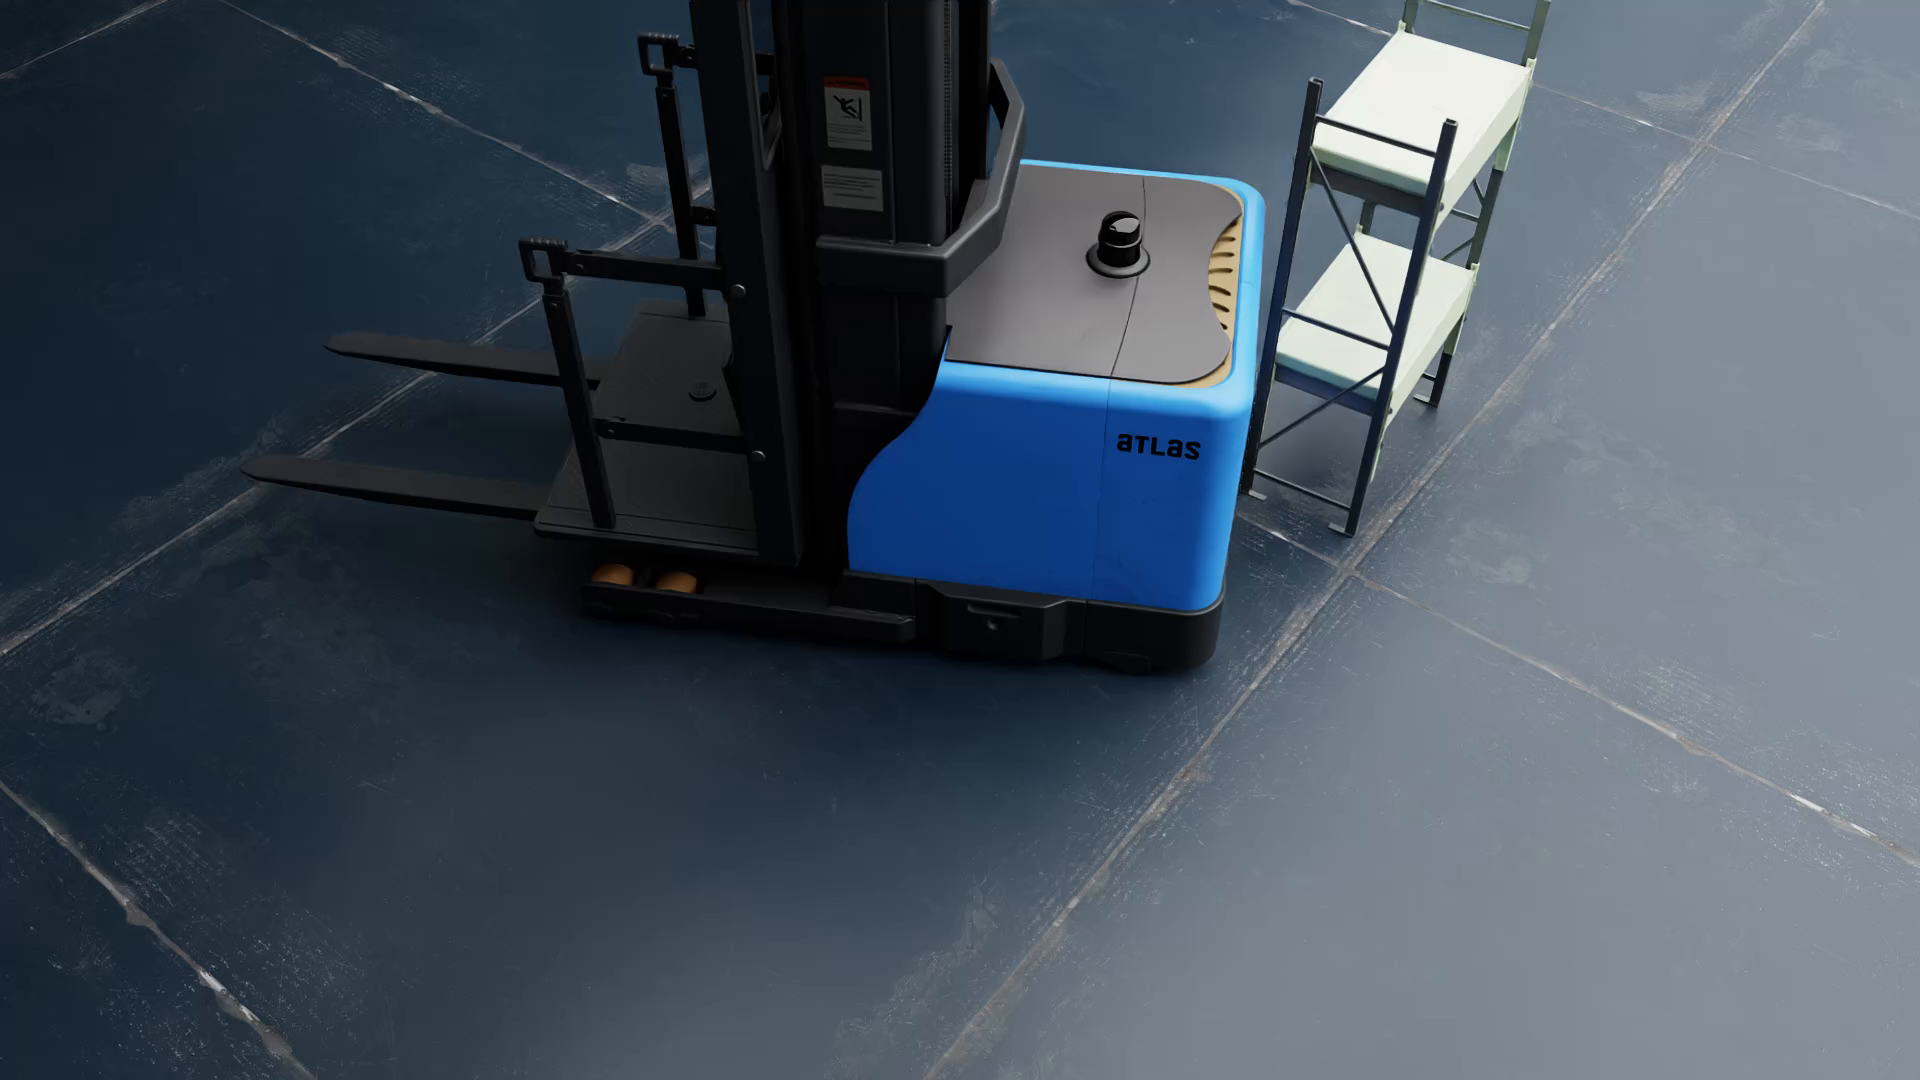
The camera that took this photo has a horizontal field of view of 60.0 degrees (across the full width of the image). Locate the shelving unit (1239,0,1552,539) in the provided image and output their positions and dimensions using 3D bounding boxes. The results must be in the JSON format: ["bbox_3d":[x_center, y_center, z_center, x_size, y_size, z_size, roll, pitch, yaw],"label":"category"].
[{"bbox_3d":[1.274,-0.828,5.004,0.431,1.500,0.755,24,51,21],"label":"shelving unit"}]

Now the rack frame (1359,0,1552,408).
[{"bbox_3d":[1.469,-1.053,5.218,0.400,1.500,0.023,24,51,21],"label":"rack frame"}]

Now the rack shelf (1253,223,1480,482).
[{"bbox_3d":[1.274,-0.603,5.240,0.431,0.370,0.720,24,51,21],"label":"rack shelf"}]

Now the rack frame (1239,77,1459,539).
[{"bbox_3d":[1.080,-0.604,4.790,0.400,1.500,0.023,24,51,21],"label":"rack frame"}]

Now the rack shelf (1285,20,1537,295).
[{"bbox_3d":[1.274,-1.098,4.722,0.431,0.370,0.720,24,51,21],"label":"rack shelf"}]

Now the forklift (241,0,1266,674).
[{"bbox_3d":[-0.679,-1.130,4.303,3.031,2.935,1.130,7,47,6],"label":"forklift"}]
